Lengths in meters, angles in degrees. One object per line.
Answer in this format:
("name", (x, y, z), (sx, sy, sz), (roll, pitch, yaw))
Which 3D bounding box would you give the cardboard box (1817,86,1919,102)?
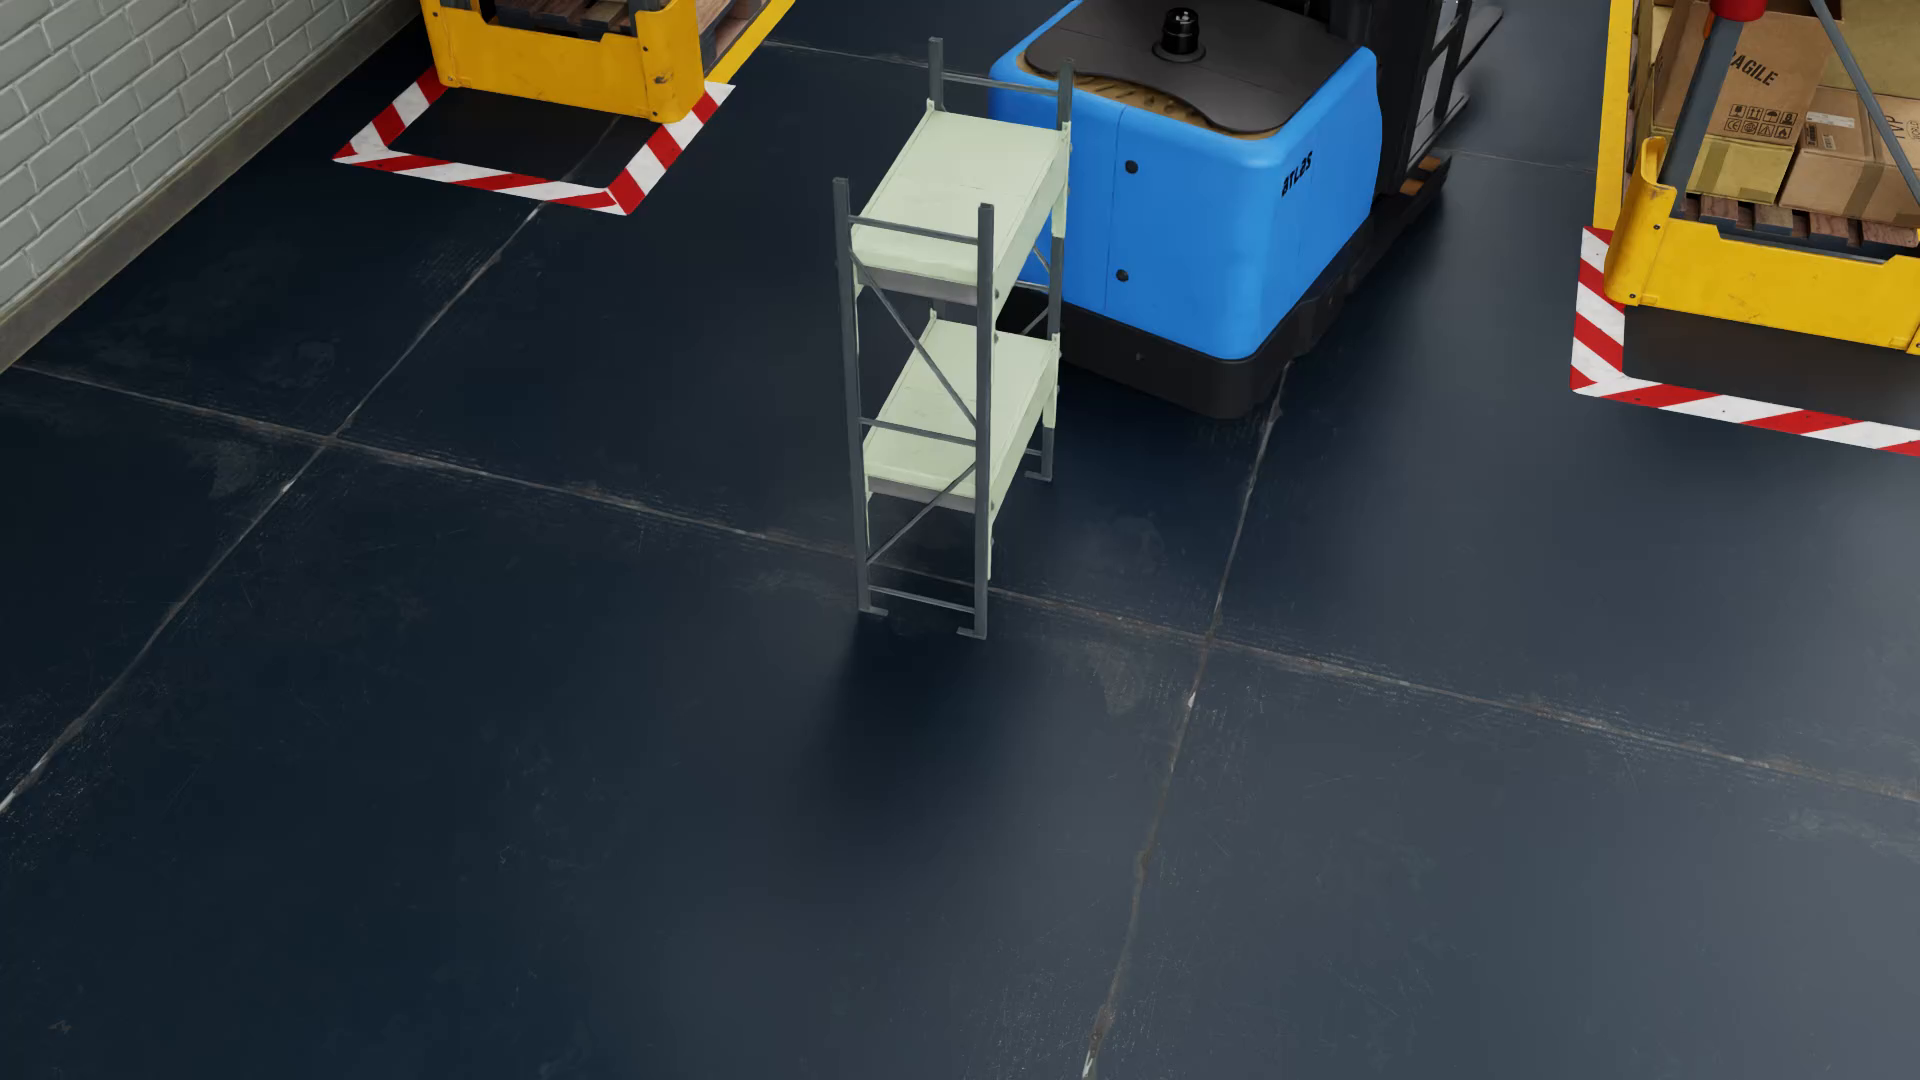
("cardboard box", (3.519, -1.780, 6.590), (0.500, 0.250, 0.500), (13, 46, 13))

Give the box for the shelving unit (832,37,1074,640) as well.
("shelving unit", (-0.002, -0.532, 4.721), (0.431, 1.500, 0.755), (13, 46, 12))

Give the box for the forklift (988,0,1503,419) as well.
("forklift", (1.292, -2.460, 5.668), (1.130, 2.935, 3.031), (24, 49, 23))

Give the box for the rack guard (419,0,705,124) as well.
("rack guard", (-1.703, -2.172, 7.112), (1.175, 0.500, 0.348), (13, 46, 13))

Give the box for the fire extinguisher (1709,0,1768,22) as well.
("fire extinguisher", (2.518, -1.960, 5.164), (0.296, 0.674, 0.183), (13, 46, 13))

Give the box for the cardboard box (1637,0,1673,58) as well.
("cardboard box", (3.167, -2.225, 7.045), (0.500, 0.250, 0.500), (13, 46, 13))

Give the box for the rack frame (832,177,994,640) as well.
("rack frame", (-0.113, -0.288, 4.472), (0.400, 1.500, 0.023), (13, 46, 12))

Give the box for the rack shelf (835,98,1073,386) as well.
("rack shelf", (-0.002, -0.811, 4.448), (0.431, 0.370, 0.720), (13, 46, 12))

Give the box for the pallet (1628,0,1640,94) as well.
("pallet", (3.559, -2.301, 7.450), (1.003, 0.211, 1.213), (13, 46, 13))

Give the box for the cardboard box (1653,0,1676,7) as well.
("cardboard box", (3.164, -2.494, 6.783), (0.500, 0.500, 0.500), (13, 46, 13))

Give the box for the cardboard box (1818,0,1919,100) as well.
("cardboard box", (3.520, -2.048, 6.327), (0.500, 0.500, 0.500), (13, 46, 13))

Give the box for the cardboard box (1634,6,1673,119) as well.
("cardboard box", (3.017, -1.891, 6.704), (0.500, 0.250, 0.500), (13, 46, 13))

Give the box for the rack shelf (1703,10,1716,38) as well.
("rack shelf", (3.602, -3.044, 6.731), (1.077, 0.370, 4.000), (13, 46, 13))

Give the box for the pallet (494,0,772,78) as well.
("pallet", (-1.423, -2.603, 7.759), (1.003, 0.211, 1.213), (13, 46, 13))

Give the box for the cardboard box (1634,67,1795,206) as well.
("cardboard box", (2.877, -1.556, 6.361), (0.500, 0.250, 0.500), (13, 46, 13))

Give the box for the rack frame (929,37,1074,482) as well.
("rack frame", (0.109, -0.776, 4.970), (0.400, 1.500, 0.023), (13, 46, 12))

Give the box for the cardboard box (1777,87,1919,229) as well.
("cardboard box", (3.371, -1.446, 6.249), (0.500, 0.250, 0.500), (13, 46, 13))

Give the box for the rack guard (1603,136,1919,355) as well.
("rack guard", (2.989, -1.059, 5.975), (1.175, 0.500, 0.348), (13, 46, 13))

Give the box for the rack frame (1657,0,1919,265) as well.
("rack frame", (2.996, -1.968, 5.117), (1.000, 3.000, 0.127), (13, 46, 13))

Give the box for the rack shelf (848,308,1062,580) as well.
("rack shelf", (-0.002, -0.299, 4.949), (0.431, 0.370, 0.720), (13, 46, 12))

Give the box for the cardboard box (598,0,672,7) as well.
("cardboard box", (-1.431, -2.653, 7.425), (0.500, 0.311, 0.500), (8, 45, 8))

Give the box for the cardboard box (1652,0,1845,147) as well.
("cardboard box", (2.875, -1.824, 6.099), (0.500, 0.500, 0.500), (13, 46, 13))

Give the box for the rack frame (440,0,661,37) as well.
("rack frame", (-1.726, -3.015, 6.186), (1.000, 3.000, 0.127), (13, 46, 13))

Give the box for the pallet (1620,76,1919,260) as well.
("pallet", (3.188, -1.490, 6.622), (1.003, 0.211, 1.213), (13, 46, 13))
